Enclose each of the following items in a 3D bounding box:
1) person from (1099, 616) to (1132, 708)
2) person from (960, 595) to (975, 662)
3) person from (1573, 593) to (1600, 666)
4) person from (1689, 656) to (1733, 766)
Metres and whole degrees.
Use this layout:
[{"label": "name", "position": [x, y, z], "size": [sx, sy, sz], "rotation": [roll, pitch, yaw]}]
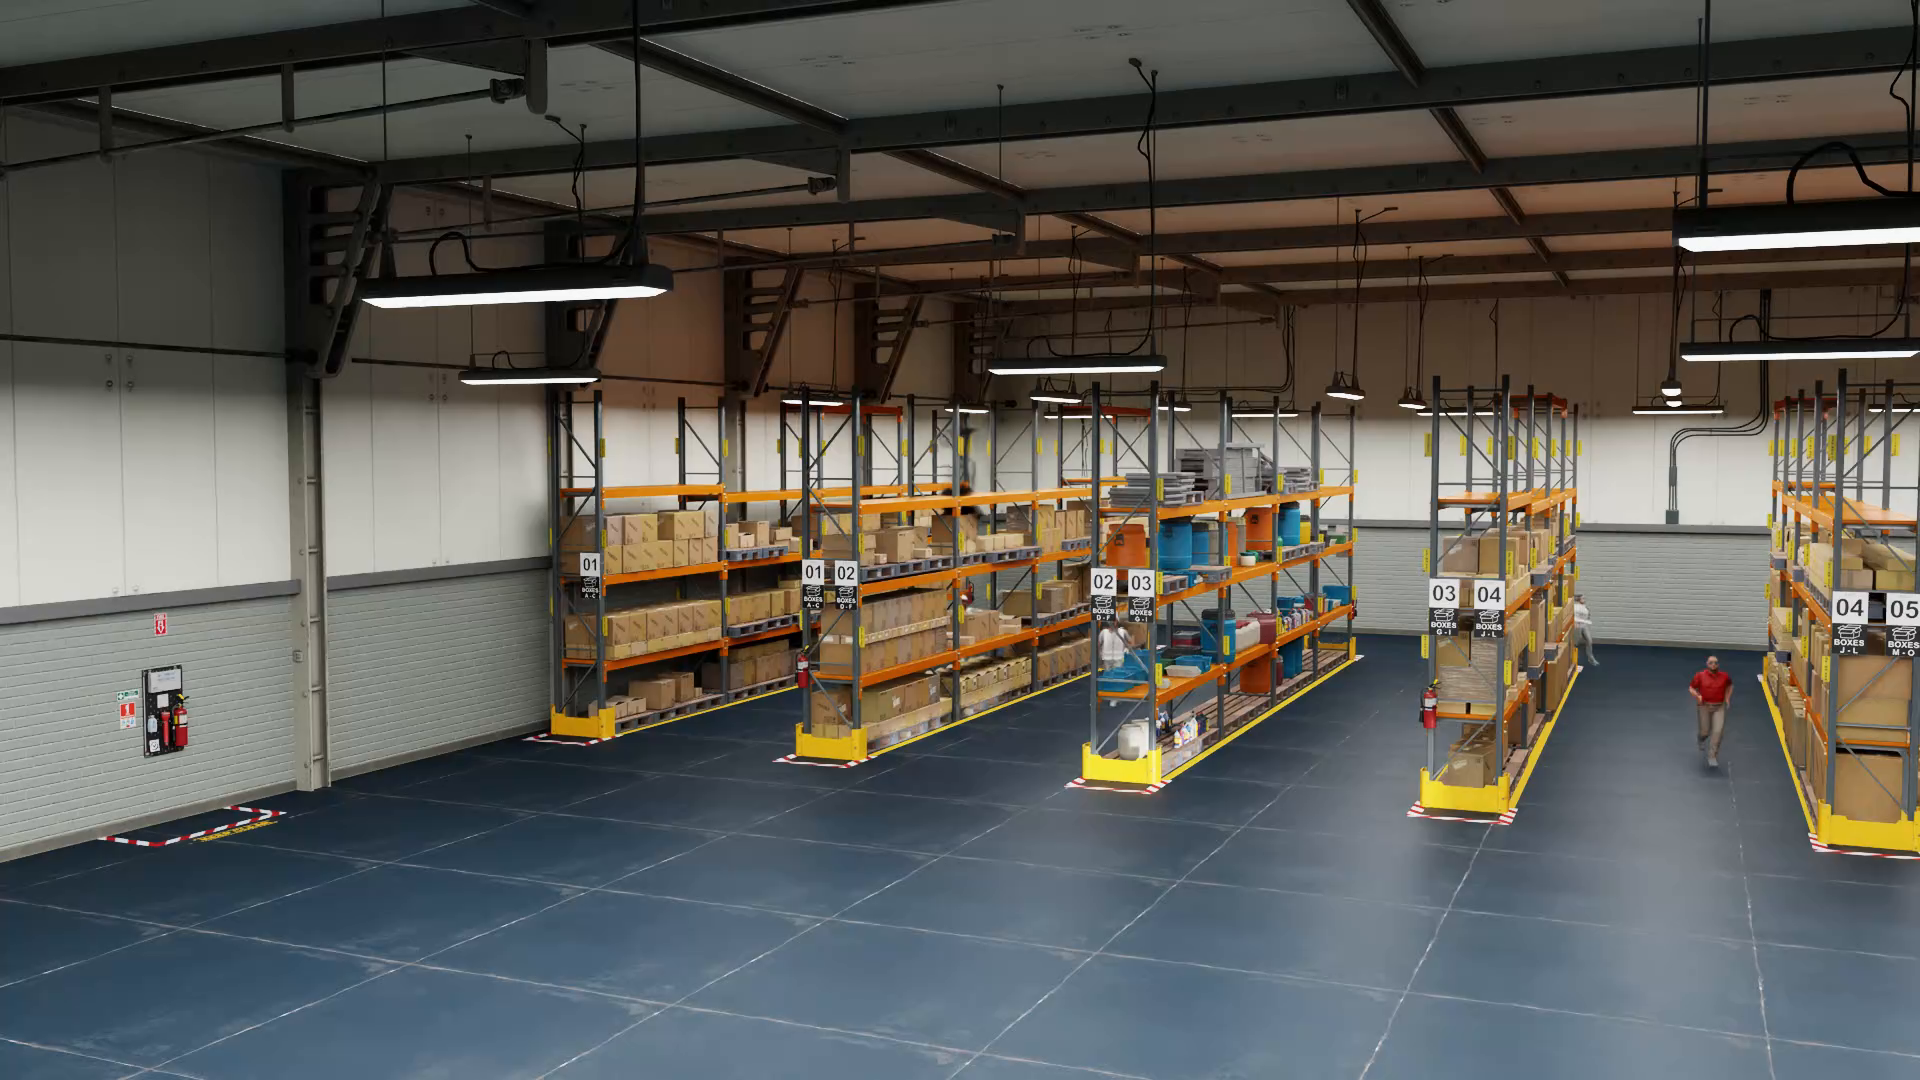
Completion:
[{"label": "person", "position": [2.995, 2.338, 32.400], "size": [0.683, 1.765, 0.849], "rotation": [0, 3, 8]}, {"label": "person", "position": [0.104, 2.087, 36.430], "size": [0.664, 1.787, 0.898], "rotation": [1, 3, 22]}, {"label": "person", "position": [14.266, 2.044, 38.372], "size": [0.625, 1.686, 0.841], "rotation": [-3, 4, -39]}, {"label": "person", "position": [11.992, 2.711, 26.562], "size": [0.655, 1.735, 0.814], "rotation": [1, 3, 15]}]
